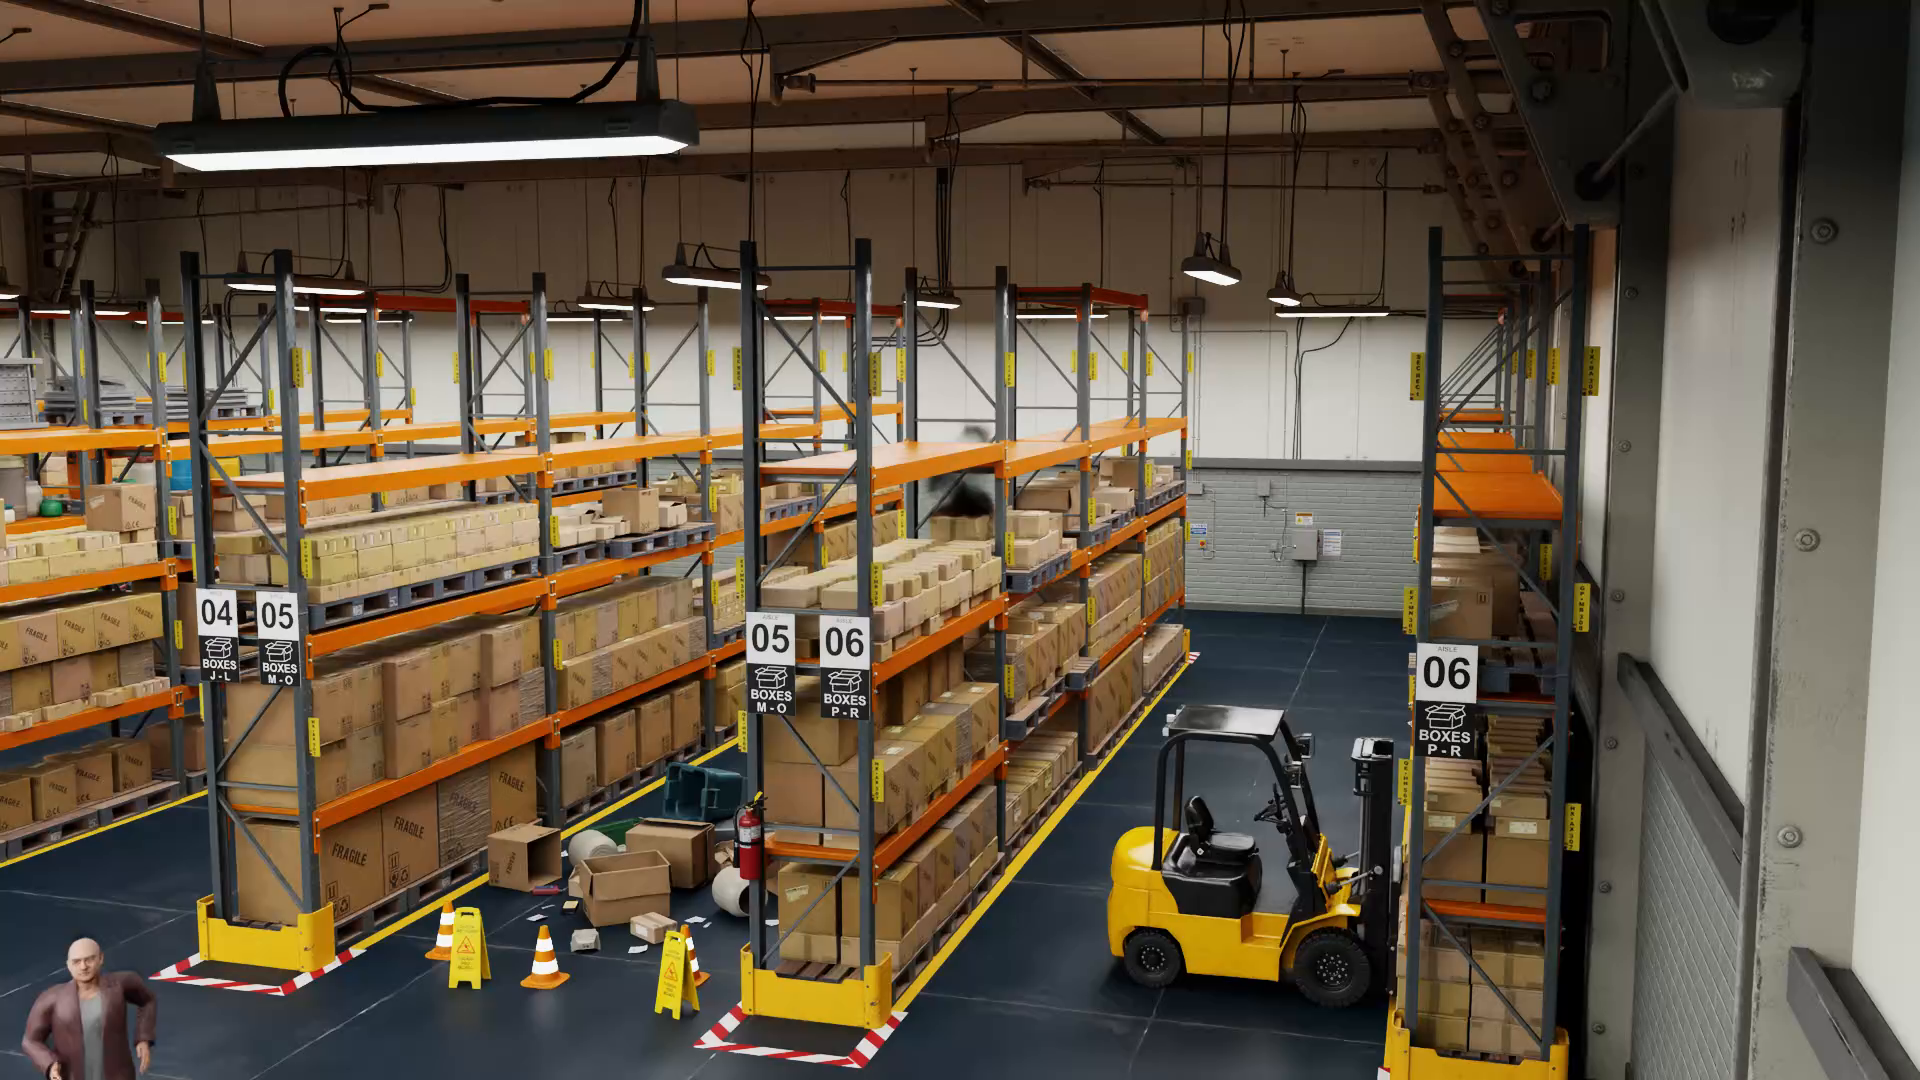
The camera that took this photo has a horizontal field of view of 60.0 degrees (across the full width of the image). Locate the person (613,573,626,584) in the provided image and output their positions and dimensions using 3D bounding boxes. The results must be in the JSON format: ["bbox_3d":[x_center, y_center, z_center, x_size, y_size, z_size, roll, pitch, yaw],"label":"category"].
[{"bbox_3d":[-5.526,1.316,26.965,0.596,1.664,0.628,2,7,16],"label":"person"}]

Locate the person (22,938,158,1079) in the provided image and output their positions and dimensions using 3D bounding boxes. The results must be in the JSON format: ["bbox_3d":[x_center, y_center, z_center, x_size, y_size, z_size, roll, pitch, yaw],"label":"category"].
[{"bbox_3d":[-5.094,3.210,9.794,0.722,1.773,1.021,-4,7,-29],"label":"person"}]
